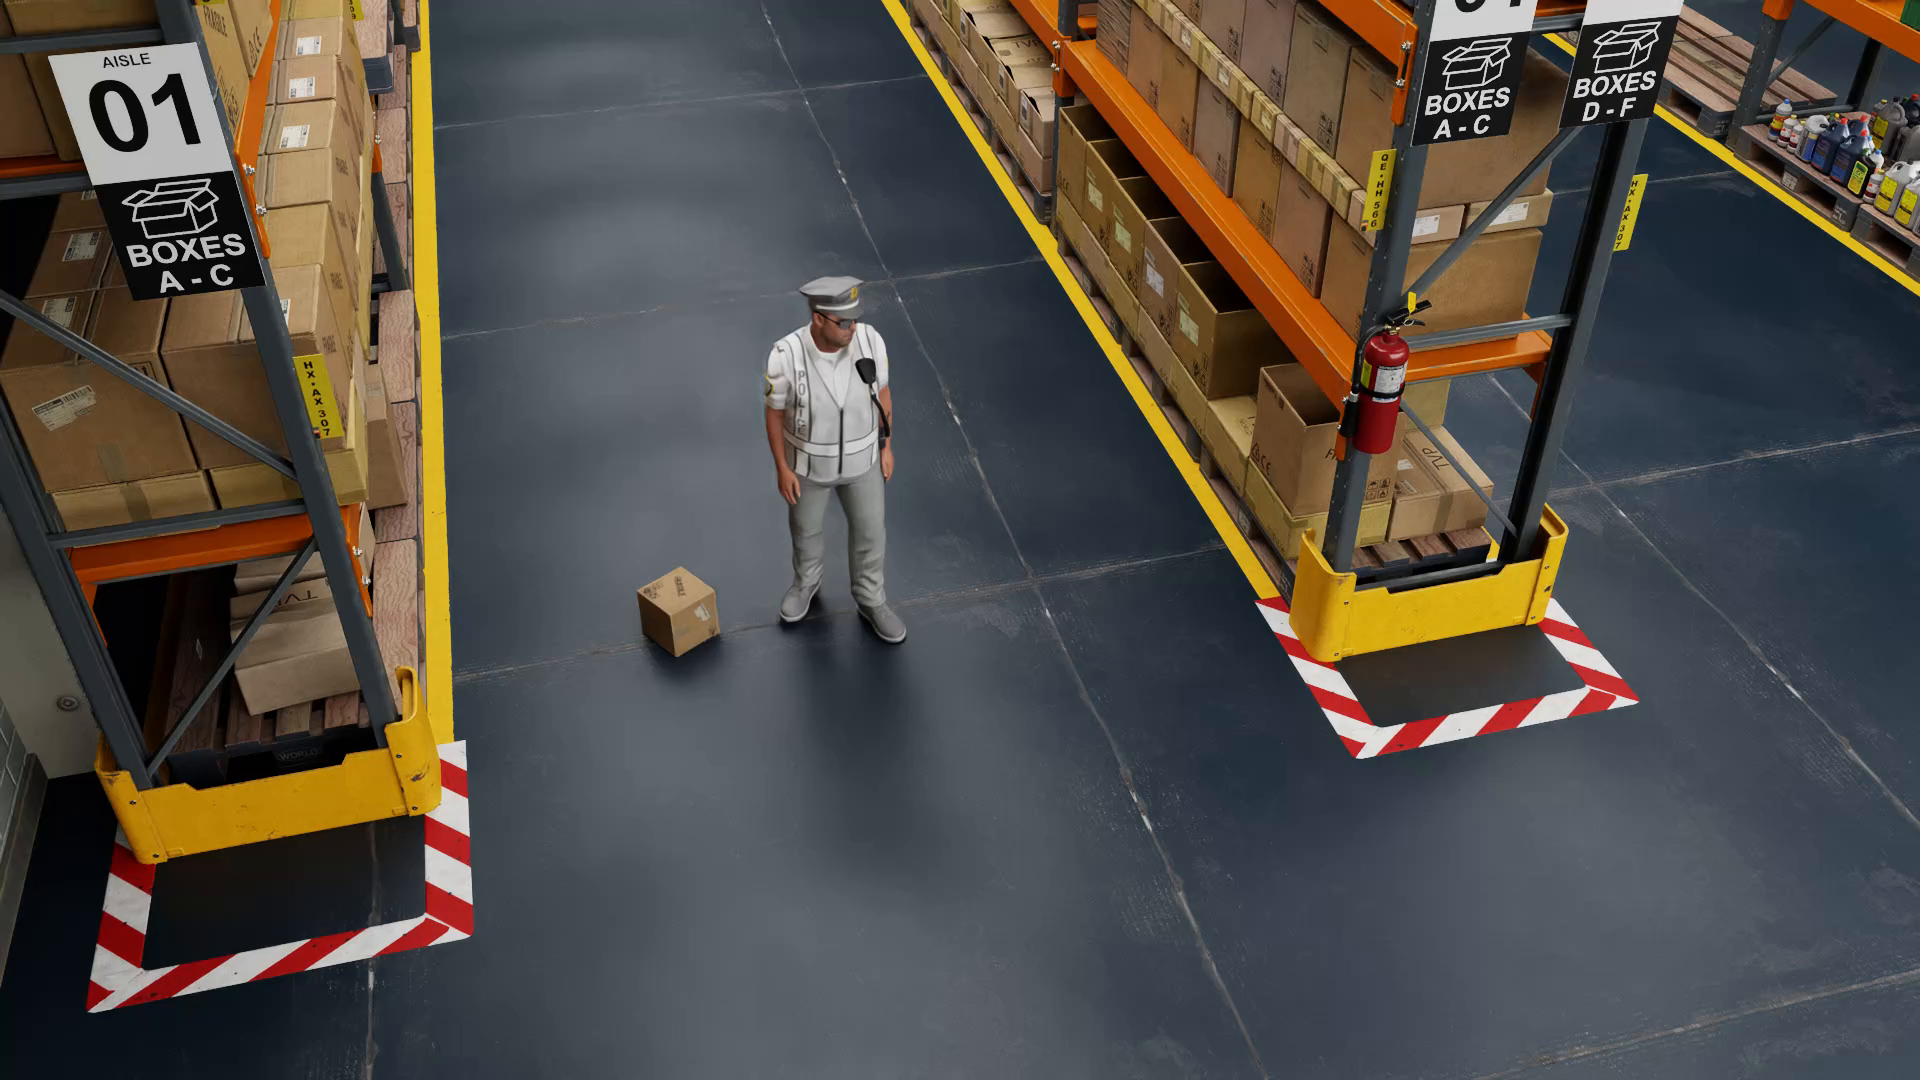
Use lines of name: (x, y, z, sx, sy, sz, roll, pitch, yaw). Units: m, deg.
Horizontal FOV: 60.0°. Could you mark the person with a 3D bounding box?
person: (-0.547, -0.346, 7.134, 0.562, 1.755, 0.538, -10, 39, -13)
